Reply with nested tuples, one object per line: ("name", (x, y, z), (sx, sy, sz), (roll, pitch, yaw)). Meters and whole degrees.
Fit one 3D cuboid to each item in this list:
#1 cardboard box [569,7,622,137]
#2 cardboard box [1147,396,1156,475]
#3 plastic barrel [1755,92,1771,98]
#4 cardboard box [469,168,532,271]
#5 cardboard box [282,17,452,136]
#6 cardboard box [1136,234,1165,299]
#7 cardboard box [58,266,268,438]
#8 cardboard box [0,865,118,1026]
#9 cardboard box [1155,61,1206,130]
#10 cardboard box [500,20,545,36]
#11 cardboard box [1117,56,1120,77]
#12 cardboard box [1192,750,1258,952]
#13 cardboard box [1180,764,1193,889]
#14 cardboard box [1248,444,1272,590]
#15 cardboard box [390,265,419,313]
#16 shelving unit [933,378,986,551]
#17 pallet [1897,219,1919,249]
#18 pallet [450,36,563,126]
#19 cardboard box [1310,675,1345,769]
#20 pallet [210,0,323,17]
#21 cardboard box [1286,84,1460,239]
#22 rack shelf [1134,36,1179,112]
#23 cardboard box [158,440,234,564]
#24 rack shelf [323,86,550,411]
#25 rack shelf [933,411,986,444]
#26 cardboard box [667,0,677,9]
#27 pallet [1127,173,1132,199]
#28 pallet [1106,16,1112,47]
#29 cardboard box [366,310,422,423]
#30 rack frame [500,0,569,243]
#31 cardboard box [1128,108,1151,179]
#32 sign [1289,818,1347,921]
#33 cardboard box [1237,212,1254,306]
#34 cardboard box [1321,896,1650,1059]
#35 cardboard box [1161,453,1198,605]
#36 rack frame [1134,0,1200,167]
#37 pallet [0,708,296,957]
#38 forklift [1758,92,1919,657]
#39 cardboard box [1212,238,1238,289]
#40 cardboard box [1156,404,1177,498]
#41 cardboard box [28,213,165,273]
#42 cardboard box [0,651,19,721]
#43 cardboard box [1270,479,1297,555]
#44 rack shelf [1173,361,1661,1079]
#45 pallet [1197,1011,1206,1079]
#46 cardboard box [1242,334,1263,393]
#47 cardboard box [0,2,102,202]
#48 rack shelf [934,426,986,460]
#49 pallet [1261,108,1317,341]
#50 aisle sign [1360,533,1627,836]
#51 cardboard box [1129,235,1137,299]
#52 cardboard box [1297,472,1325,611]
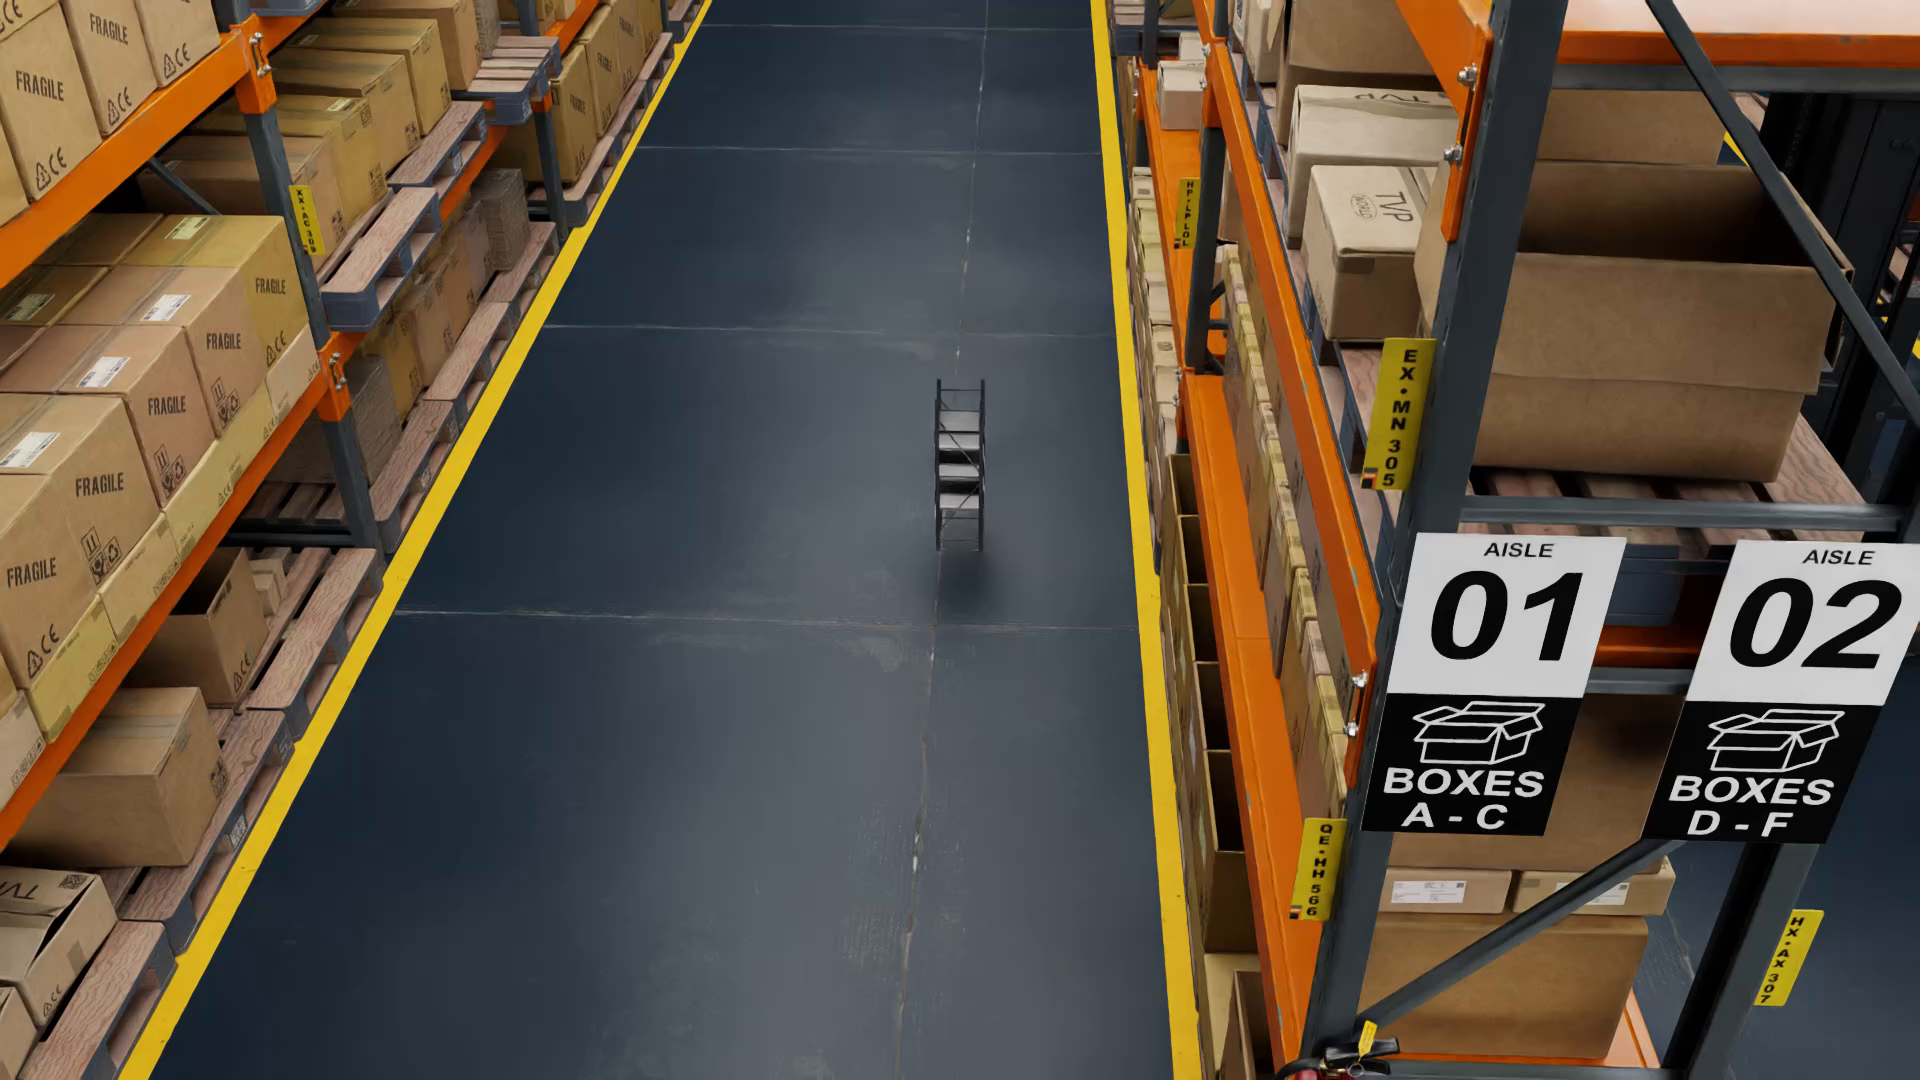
("cardboard box", (-3.065, -3.577, 12.681), (0.750, 0.750, 0.750), (1, 35, 2))
("cardboard box", (1.272, -0.534, 8.873), (0.500, 0.250, 0.500), (1, 35, 1))
("plastic barrel", (6.726, -4.026, 13.275), (0.600, 0.901, 0.708), (1, 35, 2))
("cardboard box", (-3.244, -2.105, 10.873), (0.700, 0.500, 0.500), (2, 35, 3))
("cardboard box", (-3.303, -2.596, 9.312), (0.700, 0.500, 0.500), (1, 35, 2))
("cardboard box", (1.333, -1.637, 9.955), (0.500, 0.311, 0.500), (0, 35, 1))
("cardboard box", (-3.152, -0.752, 6.618), (0.500, 0.500, 0.500), (1, 35, 2))
("cardboard box", (-3.447, 1.431, 6.006), (0.500, 0.311, 0.500), (4, 35, 6))
("cardboard box", (1.454, -2.704, 10.012), (0.500, 0.311, 0.500), (1, 35, 1))
("cardboard box", (-3.022, -3.451, 11.199), (0.380, 0.149, 0.250), (1, 35, 1))
("cardboard box", (1.571, -4.126, 13.750), (0.500, 0.500, 0.500), (2, 35, 3))
("cardboard box", (1.111, 1.103, 5.892), (0.500, 0.500, 0.500), (1, 35, 2))
("cardboard box", (1.136, 1.123, 6.516), (0.500, 0.250, 0.500), (1, 35, 2))
("cardboard box", (1.472, -0.146, 6.208), (0.700, 0.500, 0.500), (2, 35, 3))
("cardboard box", (-3.383, -1.503, 9.365), (0.500, 0.250, 0.500), (0, 35, 1))
("shelving unit", (0.000, -0.373, 8.444), (0.258, 0.900, 0.210), (1, 35, 2))
("pallet", (6.622, -2.446, 11.993), (1.003, 0.211, 1.213), (1, 35, 2))
("pallet", (-3.189, -2.872, 10.340), (1.213, 0.211, 1.003), (1, 35, 2))
("cardboard box", (1.206, 0.519, 4.698), (0.380, 0.149, 0.250), (1, 35, 1))
("pallet", (-3.296, -2.567, 7.294), (1.213, 0.211, 1.003), (1, 35, 2))
("cardboard box", (1.167, -1.061, 4.578), (0.500, 0.311, 0.500), (5, 35, 7))
("rack shelf", (1.763, -4.105, 12.553), (1.077, 0.370, 4.000), (1, 35, 2))
("cardboard box", (-3.177, -0.156, 6.422), (0.500, 0.250, 0.500), (1, 35, 2))
("rack shelf", (-3.347, -1.919, 9.443), (1.077, 0.370, 4.000), (1, 35, 2))
("rack shelf", (0.000, -0.566, 8.308), (0.258, 0.077, 0.200), (1, 35, 2))
("cardboard box", (-2.974, -5.237, 15.347), (0.700, 0.500, 0.500), (2, 35, 2))
("pallet", (1.751, -2.537, 12.122), (1.003, 0.211, 1.213), (1, 35, 2))
("pallet", (1.872, -4.802, 15.344), (1.003, 0.211, 1.213), (1, 35, 2))
("cardboard box", (-3.444, -0.943, 9.220), (0.700, 0.500, 0.500), (1, 35, 1))
("rack frame", (-3.267, -3.362, 10.871), (1.000, 3.000, 0.127), (1, 35, 2))
("cardboard box", (1.486, -2.950, 12.076), (0.500, 0.500, 0.500), (3, 35, 4))
("sign", (0.820, 0.755, 3.799), (0.100, 0.325, 0.005), (1, 35, 2))
("cardboard box", (1.511, -1.268, 6.676), (0.700, 0.500, 0.500), (1, 35, 2))
("cardboard box", (1.393, 1.038, 4.524), (0.700, 0.500, 0.500), (1, 35, 2))
("cardboard box", (1.191, -0.046, 7.527), (0.500, 0.500, 0.500), (1, 35, 2))
("rack frame", (1.683, -3.250, 10.711), (1.000, 3.000, 0.127), (1, 35, 2))
("pallet", (-3.465, 1.166, 6.853), (1.003, 0.211, 1.213), (1, 35, 2))
("forklift", (4.263, -0.966, 7.521), (3.031, 2.935, 1.130), (3, 35, 4))
("cardboard box", (1.374, -1.406, 8.205), (0.396, 0.266, 0.258), (1, 35, 1))
("cardboard box", (1.252, -0.467, 8.290), (0.500, 0.311, 0.500), (1, 35, 2))
("cardboard box", (-3.655, -1.052, 7.045), (0.500, 0.500, 0.500), (1, 35, 1))
("cardboard box", (-3.239, 0.429, 4.937), (0.500, 0.500, 0.500), (1, 35, 2))
("cardboard box", (1.247, -0.075, 5.543), (0.380, 0.149, 0.250), (1, 35, 1))
("rack shelf", (1.442, 0.492, 6.013), (1.077, 0.370, 4.000), (1, 35, 2))
("pallet", (1.351, 2.047, 5.600), (1.003, 0.211, 1.213), (1, 35, 2))
("cardboard box", (1.290, -0.665, 6.382), (0.380, 0.149, 0.250), (1, 35, 1))
("cardboard box", (-3.218, -1.435, 5.416), (0.500, 0.500, 0.500), (0, 35, 0))
("rack shelf", (0.000, -0.493, 8.359), (0.258, 0.077, 0.200), (1, 35, 2))
("pallet", (1.462, -0.953, 4.911), (1.003, 0.211, 1.213), (1, 35, 2))
("aisle sign", (1.066, 0.314, 3.380), (0.394, 0.787, 0.004), (1, 35, 2))
("cardboard box", (1.349, -1.714, 10.552), (0.500, 0.250, 0.500), (0, 35, 1))
("cardboard box", (1.431, -0.116, 5.036), (0.700, 0.500, 0.500), (1, 35, 2))
